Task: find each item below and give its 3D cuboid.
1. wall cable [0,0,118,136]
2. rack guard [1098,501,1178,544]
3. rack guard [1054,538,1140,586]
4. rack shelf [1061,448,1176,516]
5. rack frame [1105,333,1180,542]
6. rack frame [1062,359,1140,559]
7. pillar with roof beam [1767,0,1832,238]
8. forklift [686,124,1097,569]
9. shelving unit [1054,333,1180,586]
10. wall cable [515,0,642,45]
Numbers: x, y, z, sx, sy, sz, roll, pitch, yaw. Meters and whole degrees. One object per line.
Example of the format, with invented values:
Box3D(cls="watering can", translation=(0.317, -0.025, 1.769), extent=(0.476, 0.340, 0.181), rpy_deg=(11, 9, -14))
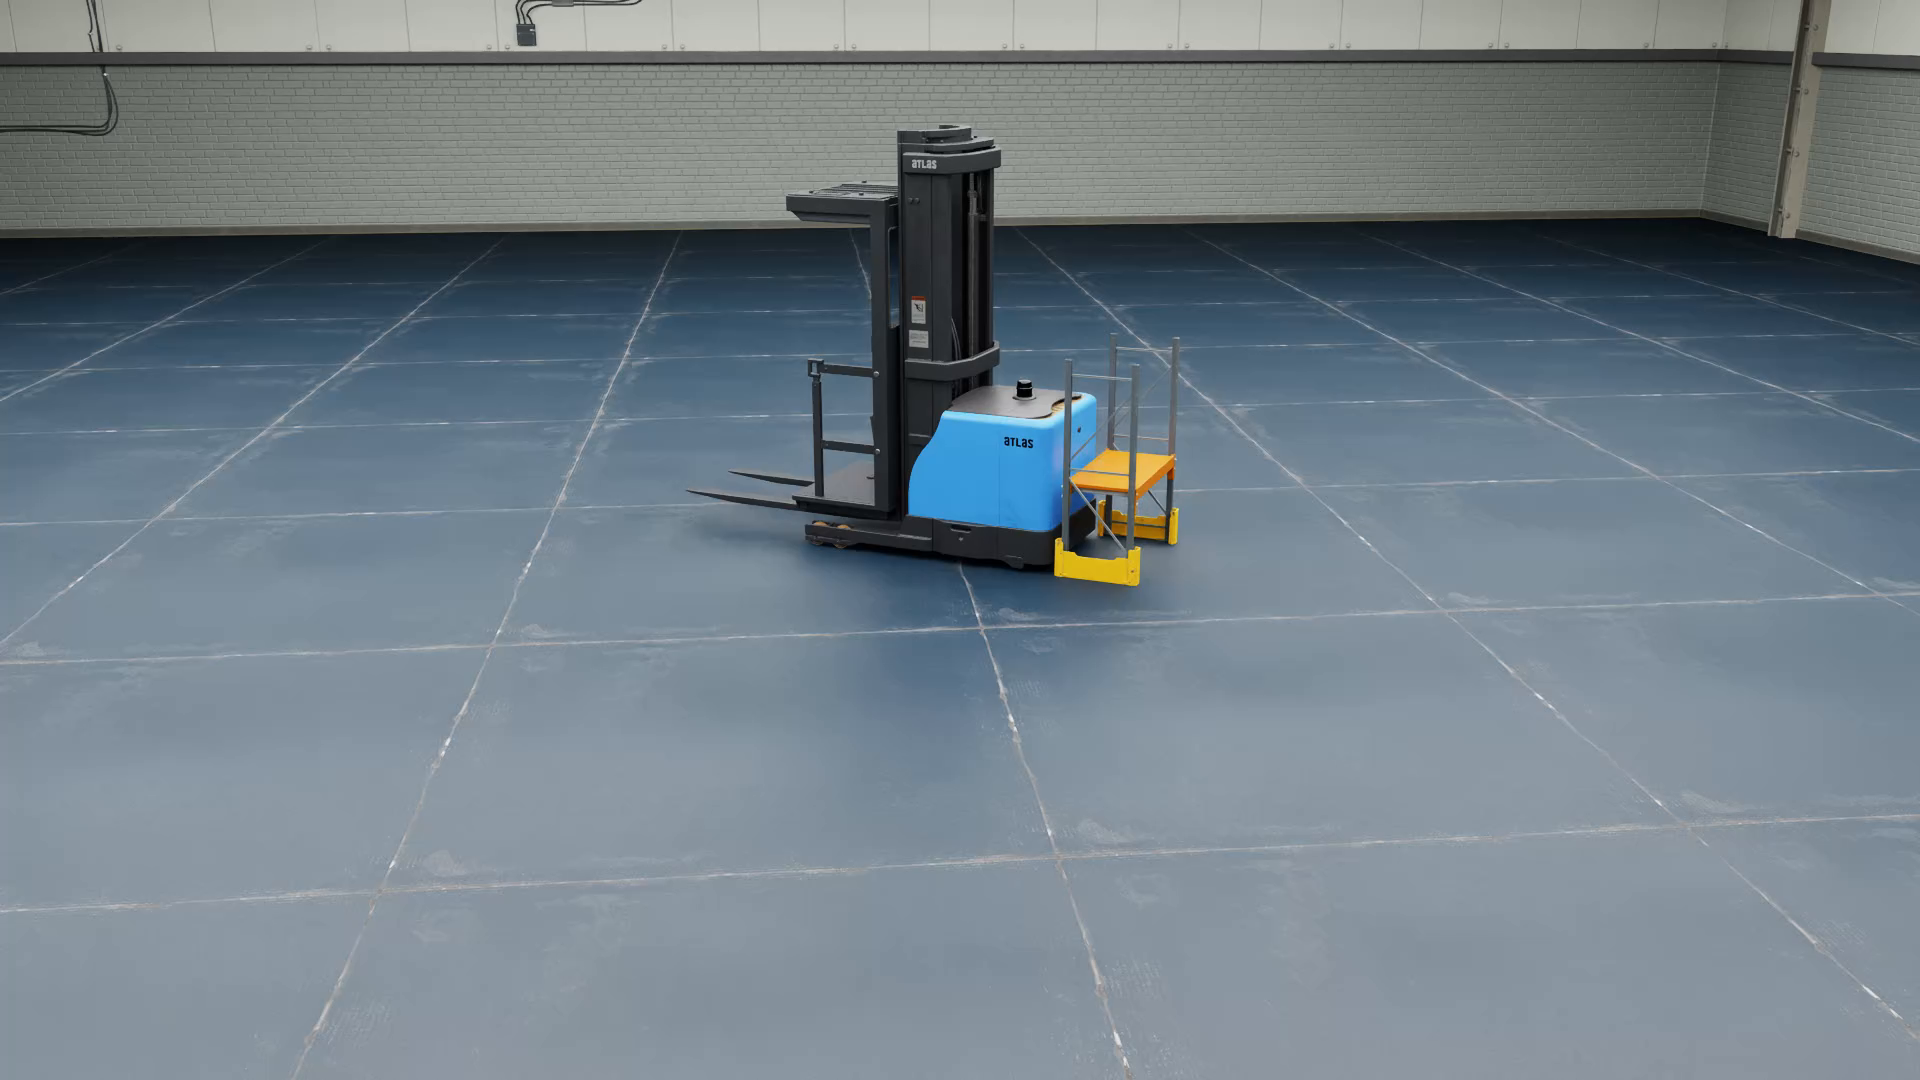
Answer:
Box3D(cls="wall cable", translation=(-15.942, -8.067, 28.033), extent=(3.097, 2.526, 0.112), rpy_deg=(-2, 18, -6))
Box3D(cls="rack guard", translation=(1.300, -0.129, 12.170), extent=(0.587, 0.250, 0.087), rpy_deg=(7, 19, 21))
Box3D(cls="rack guard", translation=(0.930, 0.148, 11.288), extent=(0.587, 0.250, 0.087), rpy_deg=(7, 19, 21))
Box3D(cls="rack shelf", translation=(1.119, -0.418, 11.604), extent=(0.538, 0.185, 1.000), rpy_deg=(7, 19, 21))
Box3D(cls="rack frame", translation=(1.308, -0.731, 12.000), extent=(0.500, 1.500, 0.032), rpy_deg=(7, 19, 21))
Box3D(cls="rack frame", translation=(0.930, -0.448, 11.100), extent=(0.500, 1.500, 0.032), rpy_deg=(7, 19, 21))
Box3D(cls="pillar with roof beam", translation=(10.096, -9.470, 27.318), extent=(9.100, 9.000, 0.400), rpy_deg=(-2, 18, -6))
Box3D(cls="forklift", translation=(-0.569, -1.474, 11.979), extent=(3.031, 2.935, 1.130), rpy_deg=(8, 19, 23))
Box3D(cls="shelving unit", translation=(1.116, -0.587, 11.542), extent=(0.587, 1.500, 1.083), rpy_deg=(7, 19, 21))
Box3D(cls="wall cable", translation=(-6.498, -11.459, 27.977), extent=(2.305, 6.003, 0.169), rpy_deg=(-2, 18, -6))
